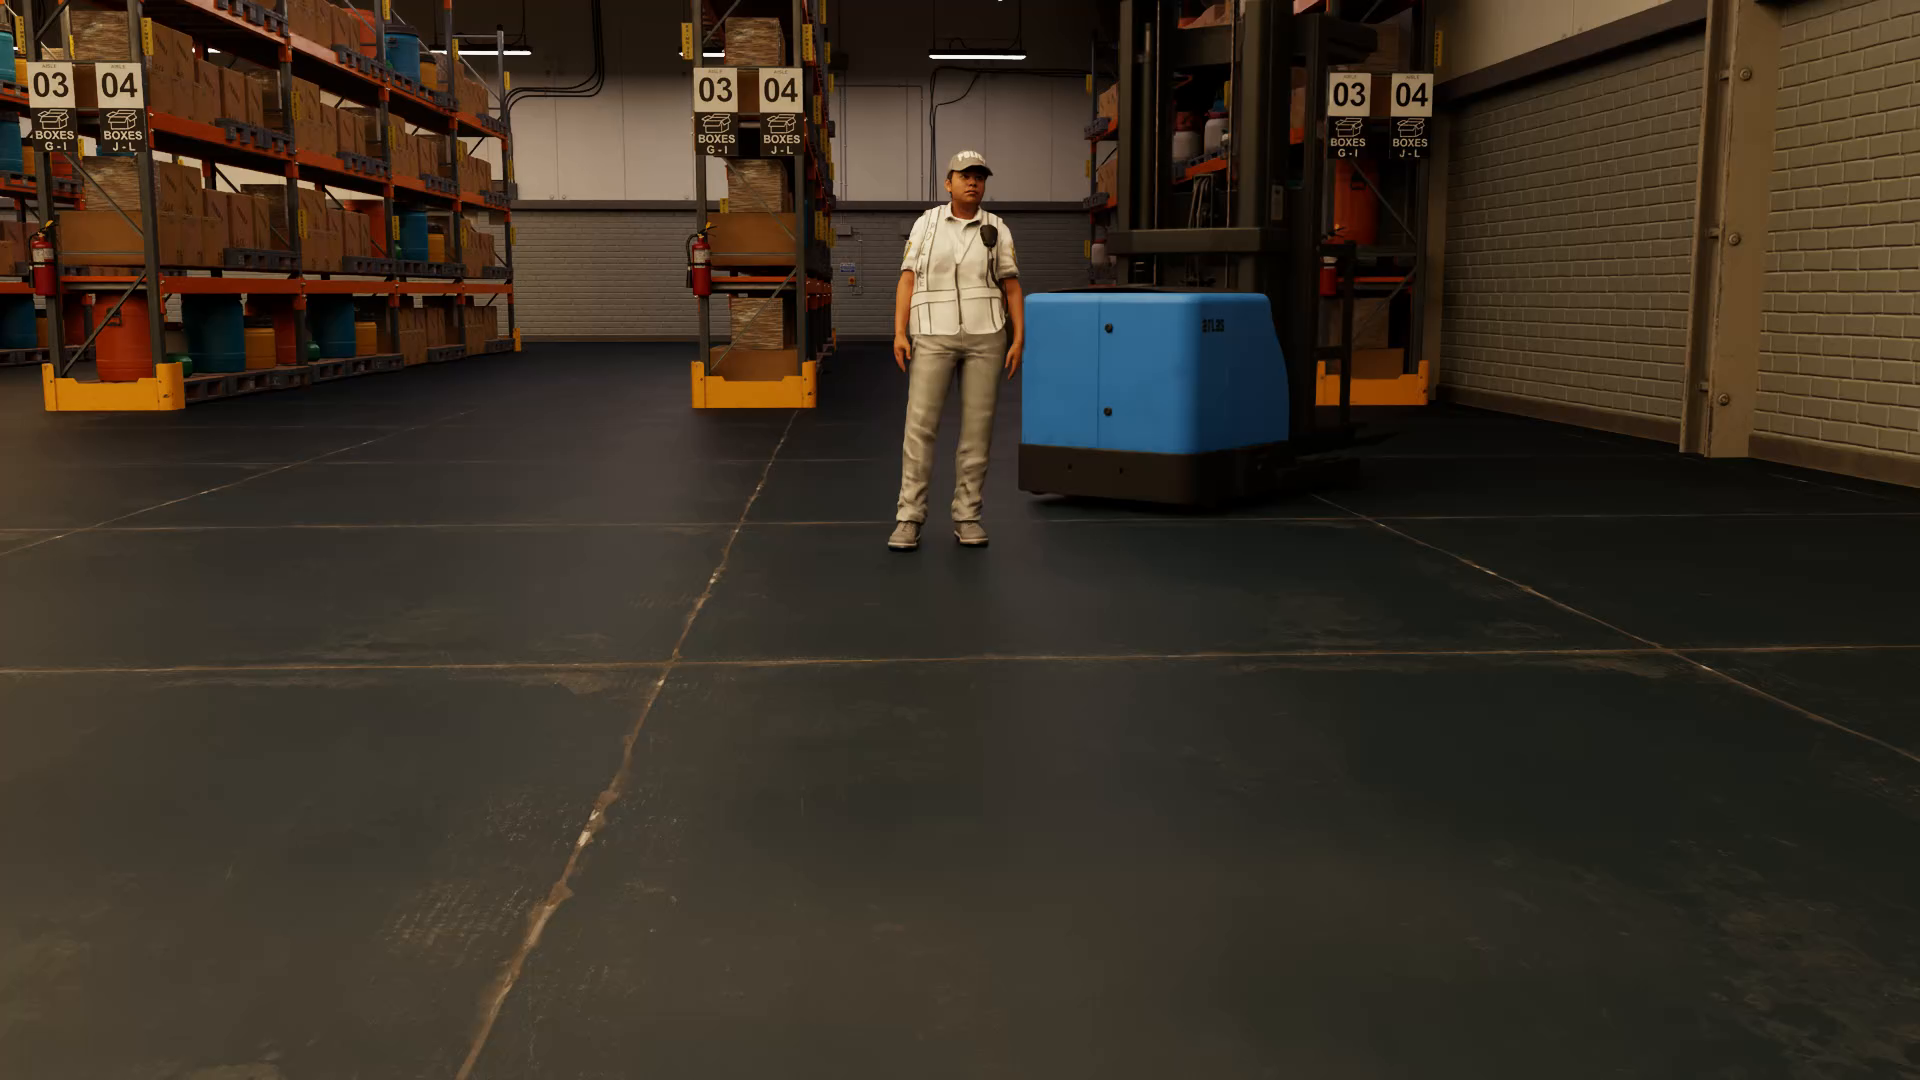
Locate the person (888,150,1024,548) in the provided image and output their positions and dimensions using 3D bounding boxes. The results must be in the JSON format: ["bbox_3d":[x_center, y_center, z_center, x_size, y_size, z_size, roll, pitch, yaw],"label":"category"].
[{"bbox_3d":[-0.018,-0.820,7.109,0.599,1.671,0.529,-1,8,-4],"label":"person"}]

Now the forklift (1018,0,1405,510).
[{"bbox_3d":[1.596,-1.767,9.230,1.130,2.935,3.031,6,11,37],"label":"forklift"}]
